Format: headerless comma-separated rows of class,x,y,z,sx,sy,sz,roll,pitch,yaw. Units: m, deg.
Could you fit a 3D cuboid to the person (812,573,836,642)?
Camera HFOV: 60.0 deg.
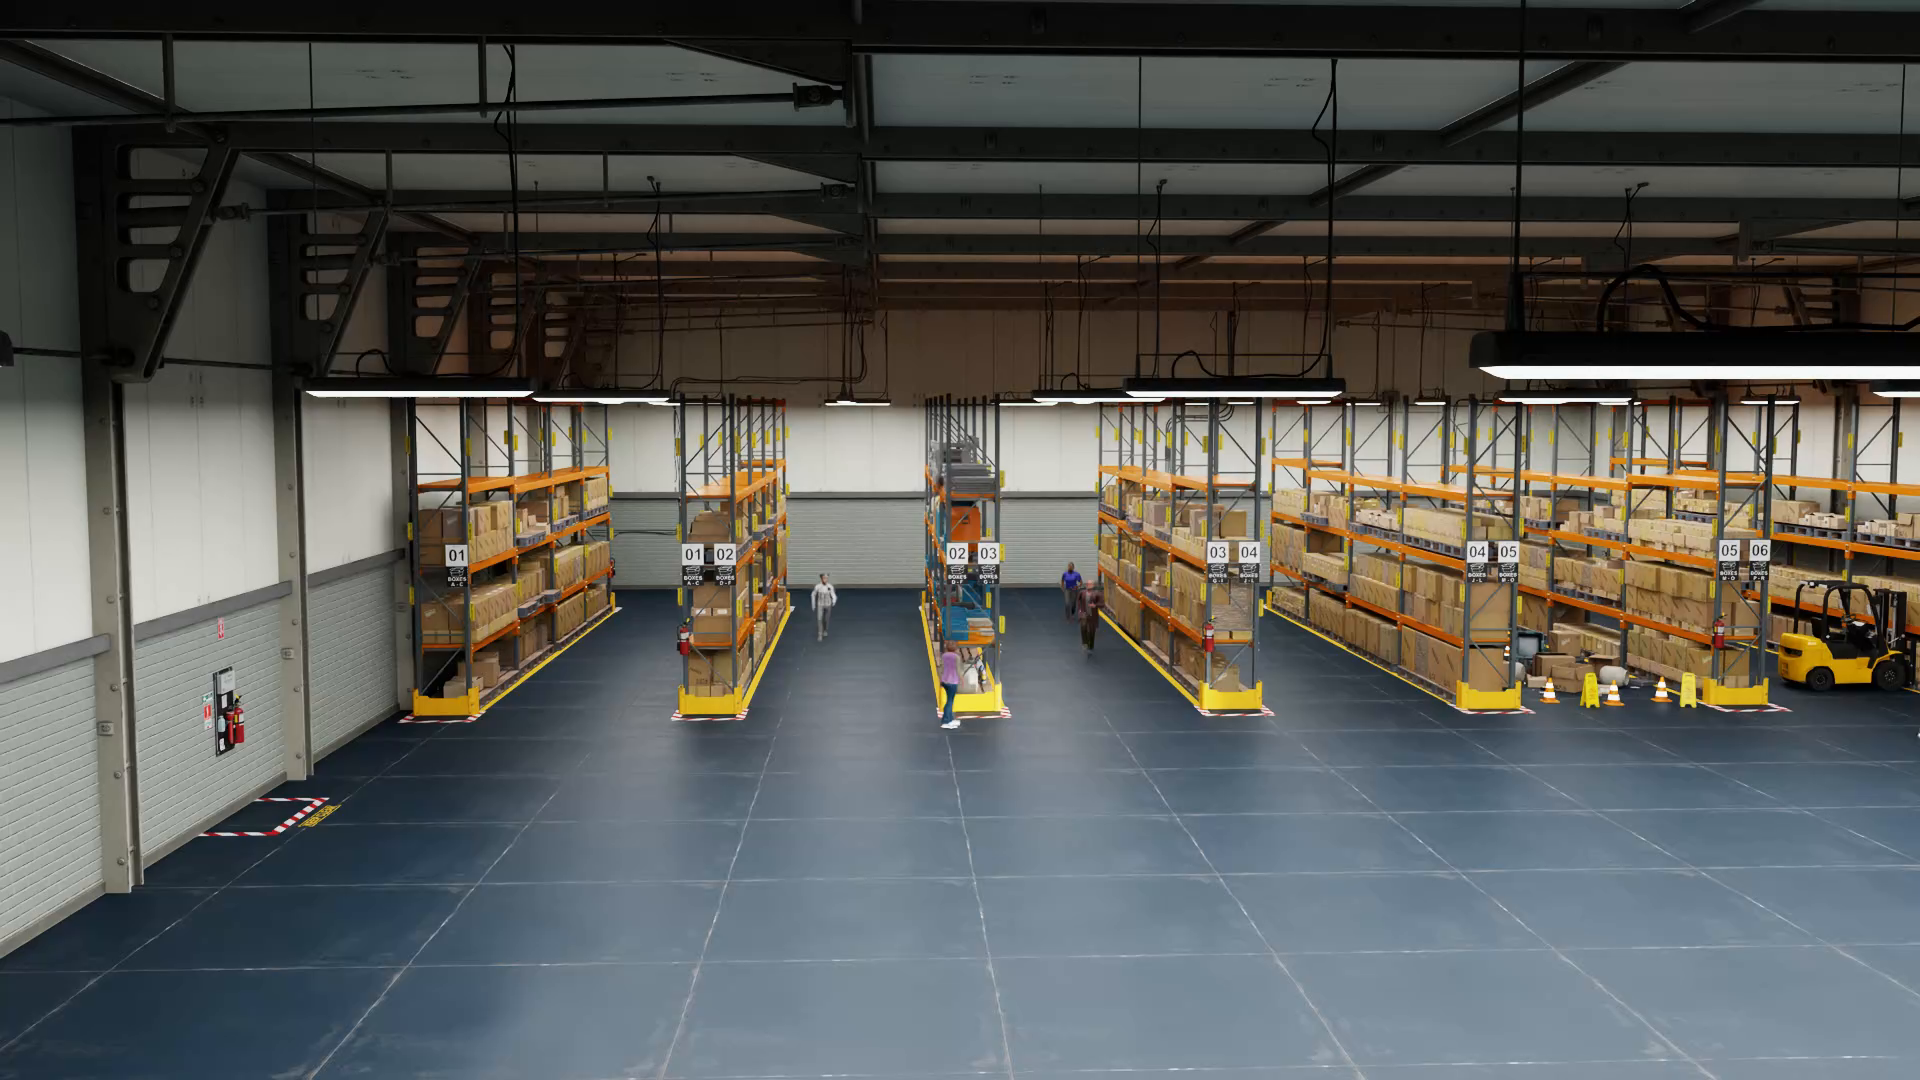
person,-3.383,1.647,41.323,0.613,1.676,0.939,0,5,-2

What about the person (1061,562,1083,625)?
person,2.985,1.438,44.356,0.575,1.674,0.744,0,5,2

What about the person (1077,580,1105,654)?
person,3.013,1.778,38.219,0.624,1.753,0.896,0,5,2

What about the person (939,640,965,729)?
person,-0.120,2.574,29.895,0.524,1.591,0.466,-3,6,-36

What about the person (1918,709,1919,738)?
person,16.911,2.612,28.883,0.401,1.616,1.027,3,5,33
